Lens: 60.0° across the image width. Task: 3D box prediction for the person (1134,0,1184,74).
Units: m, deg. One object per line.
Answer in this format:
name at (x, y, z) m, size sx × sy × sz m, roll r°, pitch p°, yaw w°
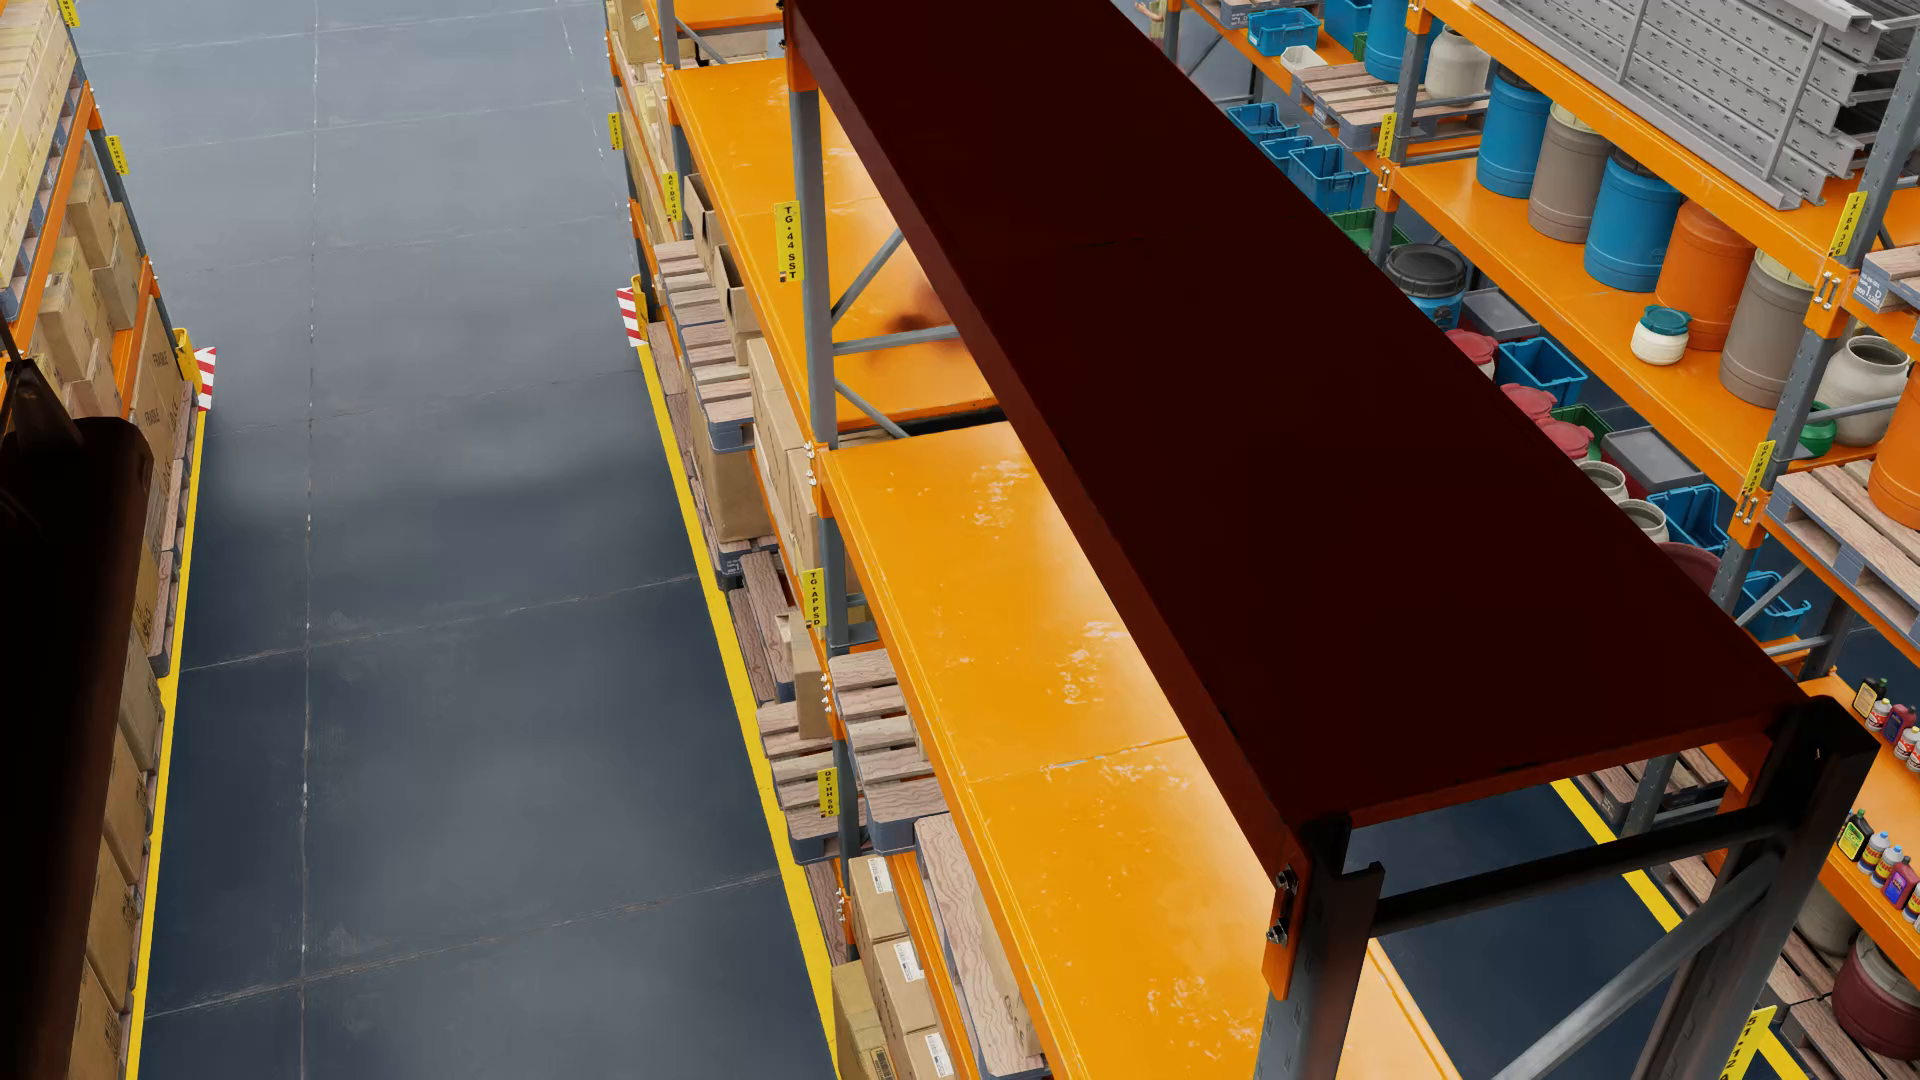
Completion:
person at (2.255, -5.616, 18.527) m, size 0.942 × 1.677 × 0.568 m, roll 4°, pitch 39°, yaw 6°
